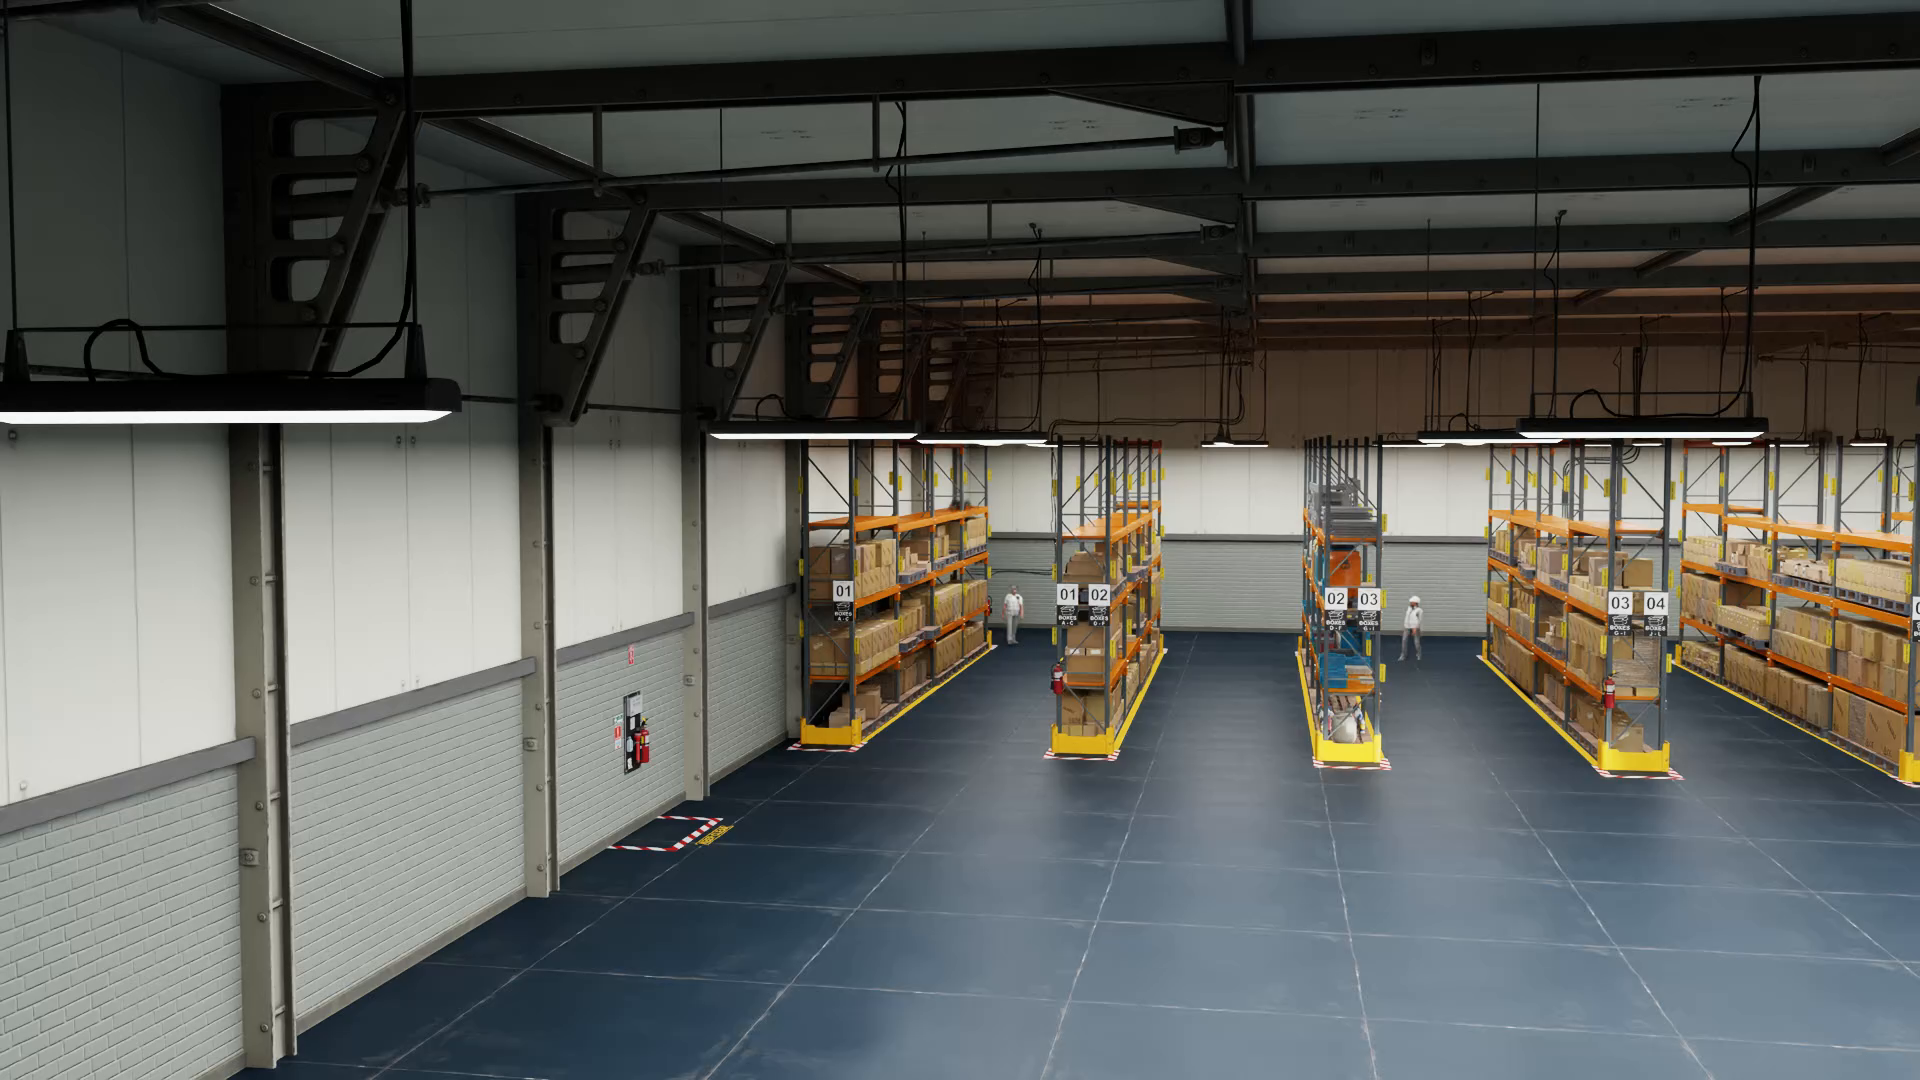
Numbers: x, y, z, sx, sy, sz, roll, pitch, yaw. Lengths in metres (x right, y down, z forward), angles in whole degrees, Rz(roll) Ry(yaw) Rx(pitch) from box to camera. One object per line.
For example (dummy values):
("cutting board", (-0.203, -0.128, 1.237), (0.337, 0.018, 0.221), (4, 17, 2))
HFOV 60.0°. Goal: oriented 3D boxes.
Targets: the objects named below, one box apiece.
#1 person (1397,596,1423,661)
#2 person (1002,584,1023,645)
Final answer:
("person", (12.296, 2.409, 45.289), (0.623, 1.778, 0.572), (3, 4, 40))
("person", (1.582, 2.201, 49.062), (0.611, 1.768, 0.637), (-1, 3, -20))
